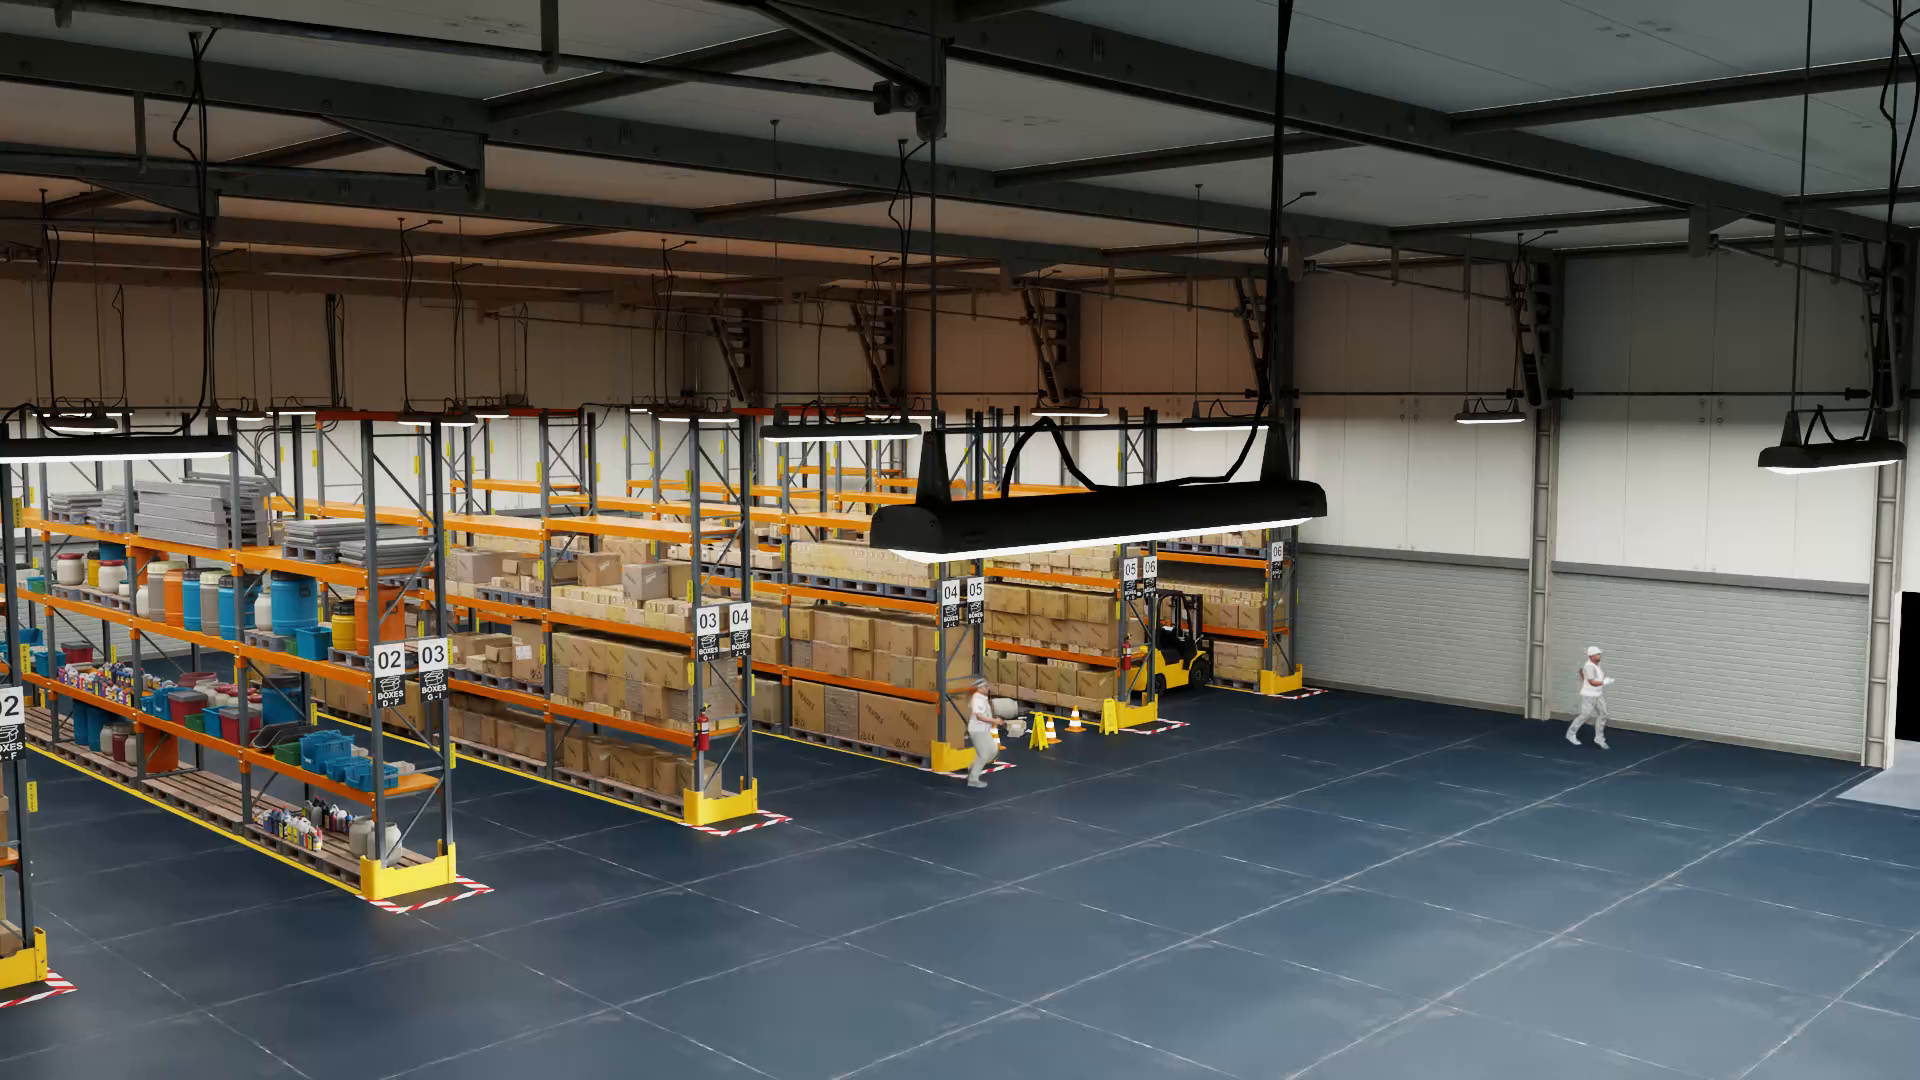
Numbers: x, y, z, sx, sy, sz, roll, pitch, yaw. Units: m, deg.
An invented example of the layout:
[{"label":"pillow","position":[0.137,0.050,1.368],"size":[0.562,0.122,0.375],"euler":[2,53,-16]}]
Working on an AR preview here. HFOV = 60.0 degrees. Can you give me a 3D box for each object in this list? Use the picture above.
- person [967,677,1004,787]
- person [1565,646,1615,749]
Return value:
[{"label":"person","position":[0.413,3.082,26.892],"size":[0.590,1.740,0.703],"euler":[0,5,0]},{"label":"person","position":[11.245,2.814,29.644],"size":[0.821,1.857,0.666],"euler":[4,6,35]}]
